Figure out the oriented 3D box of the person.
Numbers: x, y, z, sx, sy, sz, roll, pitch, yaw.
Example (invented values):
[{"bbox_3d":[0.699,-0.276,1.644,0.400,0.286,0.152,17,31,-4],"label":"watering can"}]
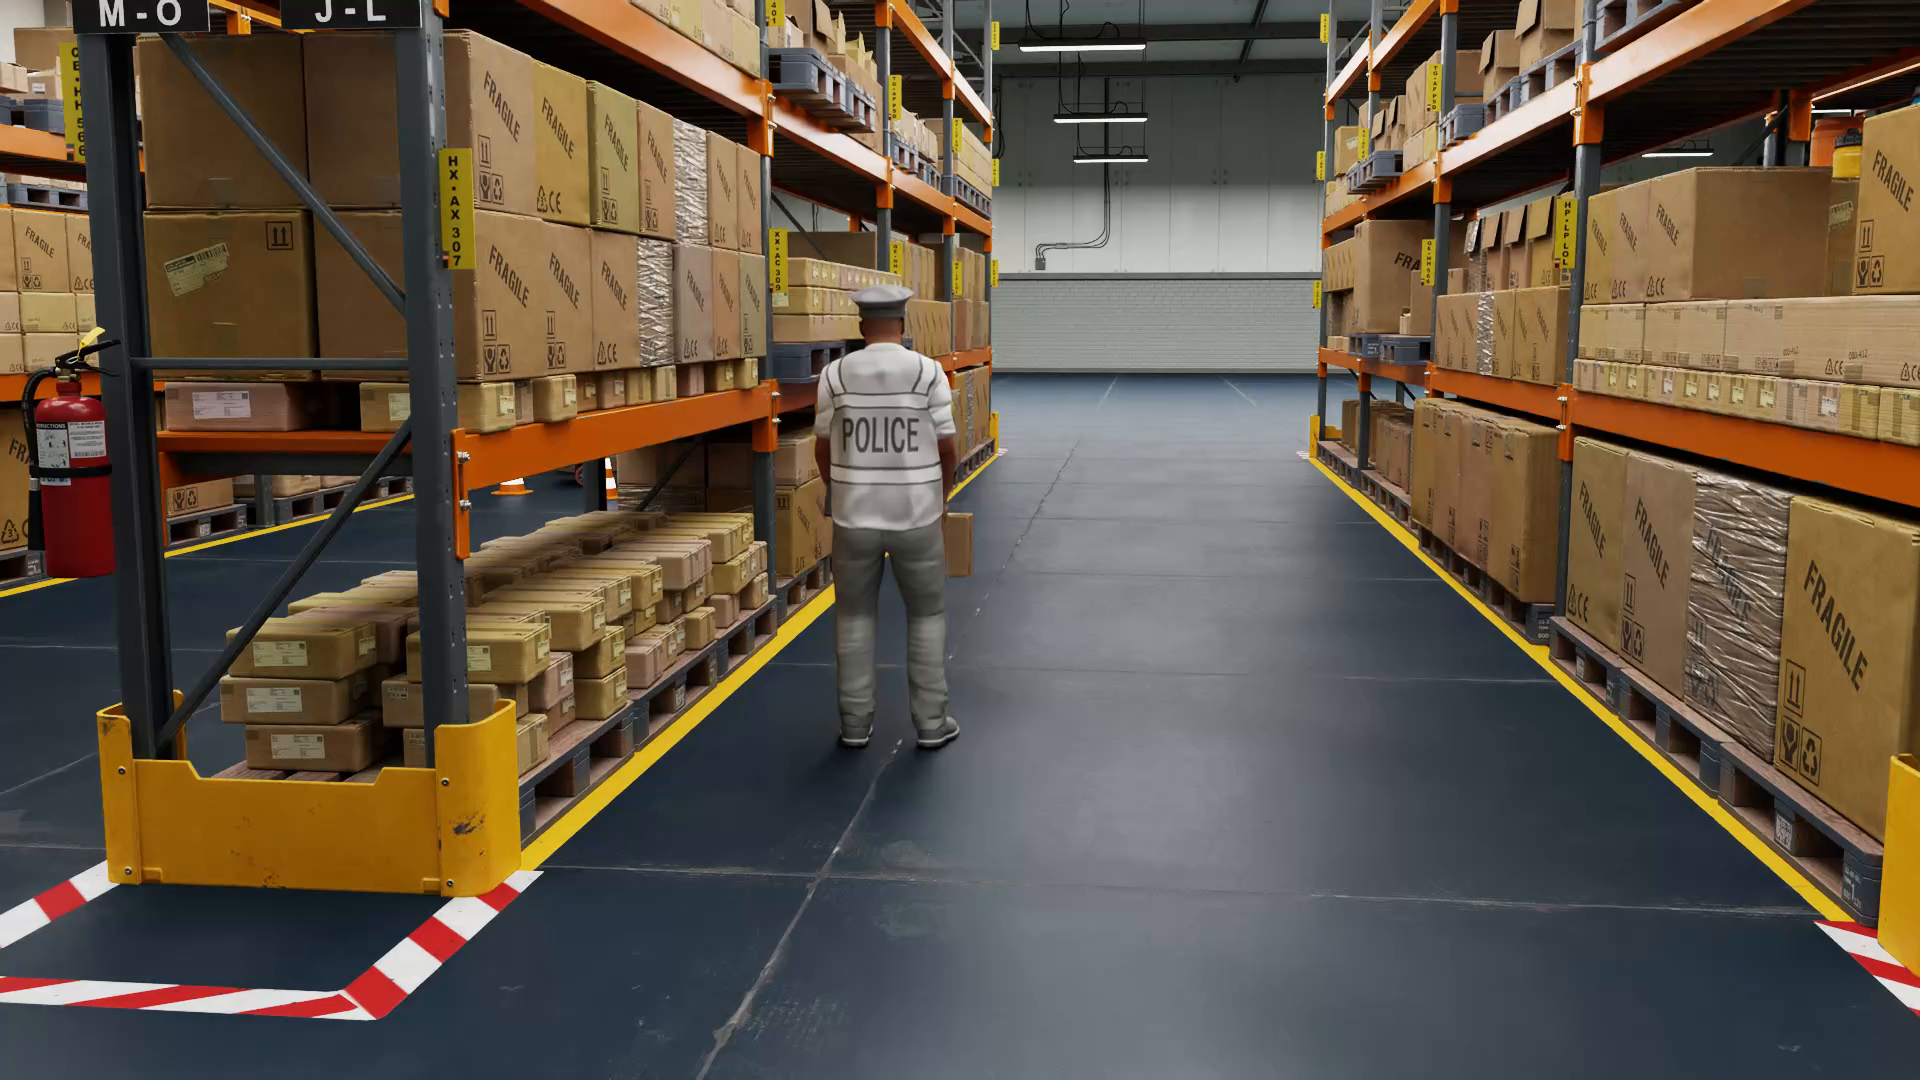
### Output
[{"bbox_3d":[-0.280,-0.088,6.367,0.547,1.763,0.444,1,8,4],"label":"person"}]
